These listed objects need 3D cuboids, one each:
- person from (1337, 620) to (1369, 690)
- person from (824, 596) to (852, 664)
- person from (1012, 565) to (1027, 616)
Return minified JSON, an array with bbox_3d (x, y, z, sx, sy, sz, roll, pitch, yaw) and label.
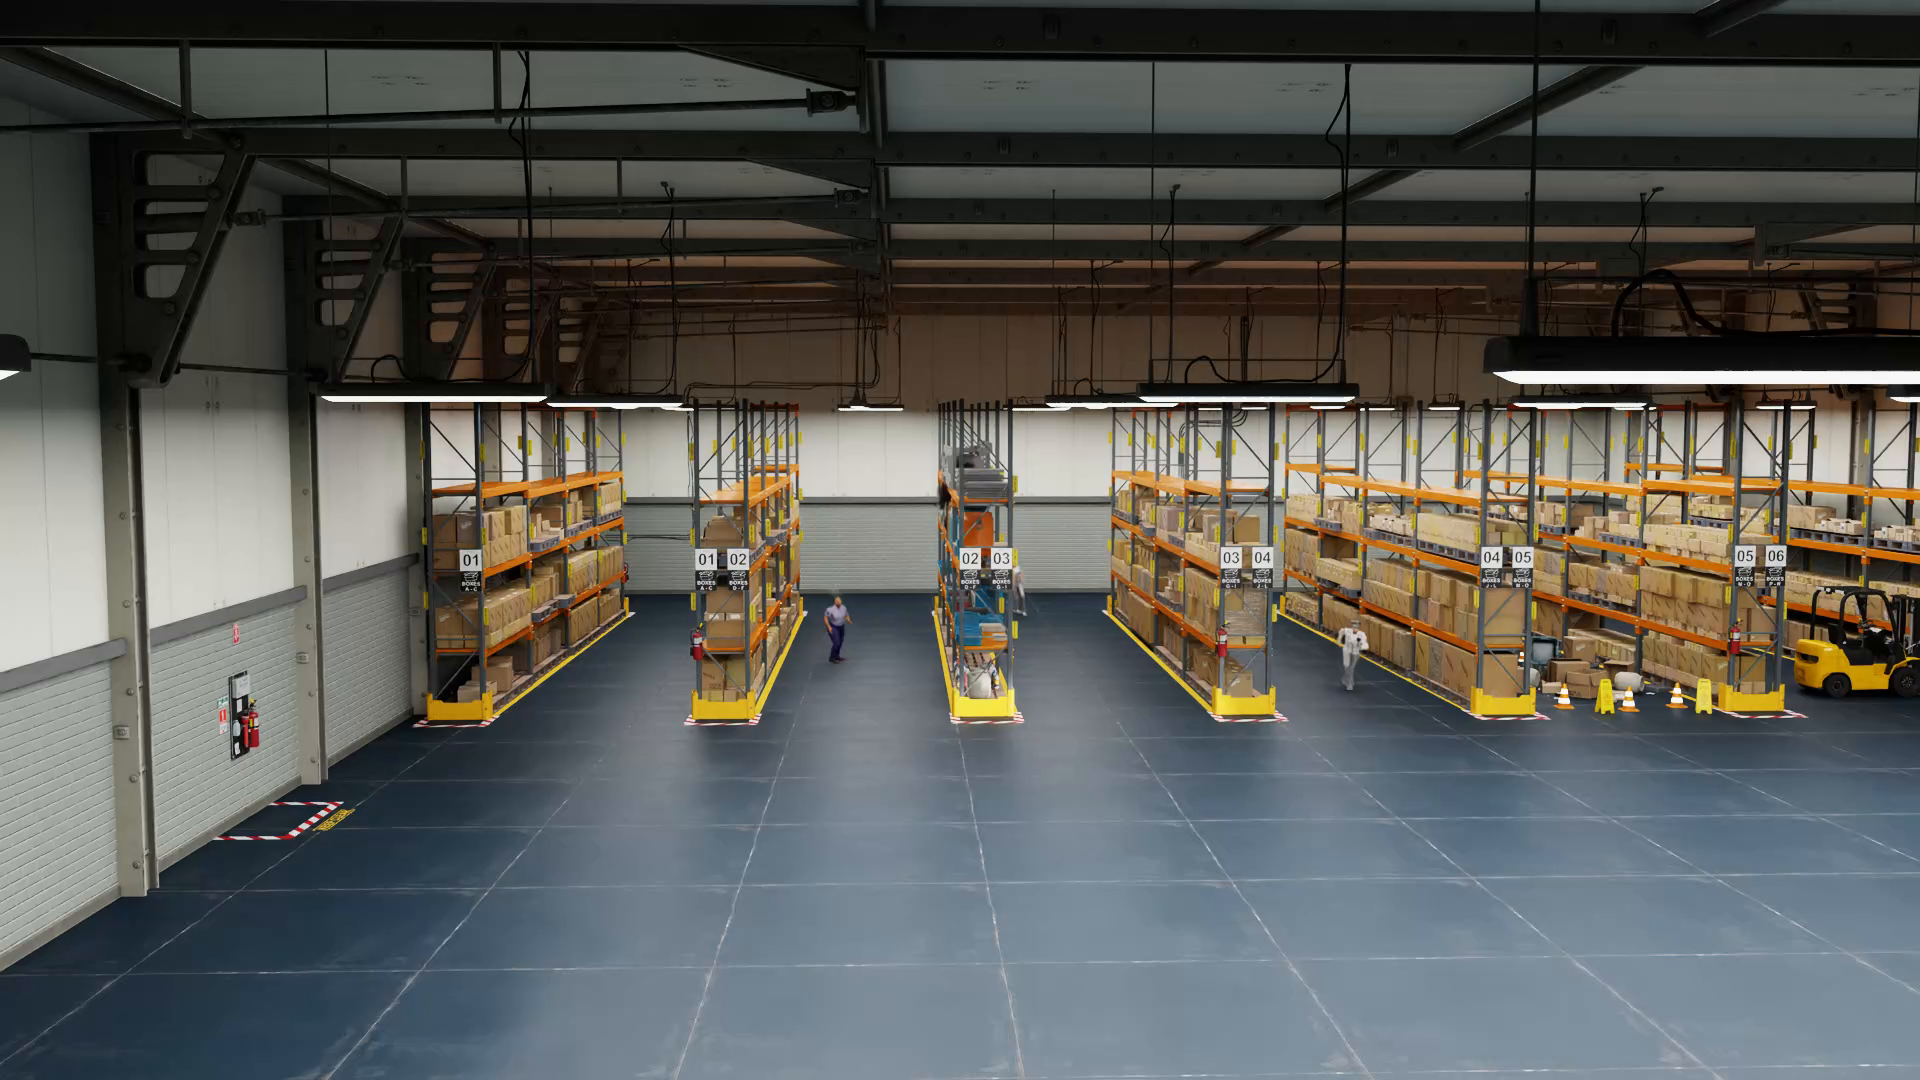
[{"bbox_3d":[8.134,2.350,34.432,0.569,1.452,1.082,0,4,6],"label":"person"},{"bbox_3d":[-2.794,2.065,38.239,0.776,1.581,0.633,4,6,41],"label":"person"},{"bbox_3d":[1.559,1.318,47.281,0.554,1.695,0.686,-1,5,-18],"label":"person"}]
